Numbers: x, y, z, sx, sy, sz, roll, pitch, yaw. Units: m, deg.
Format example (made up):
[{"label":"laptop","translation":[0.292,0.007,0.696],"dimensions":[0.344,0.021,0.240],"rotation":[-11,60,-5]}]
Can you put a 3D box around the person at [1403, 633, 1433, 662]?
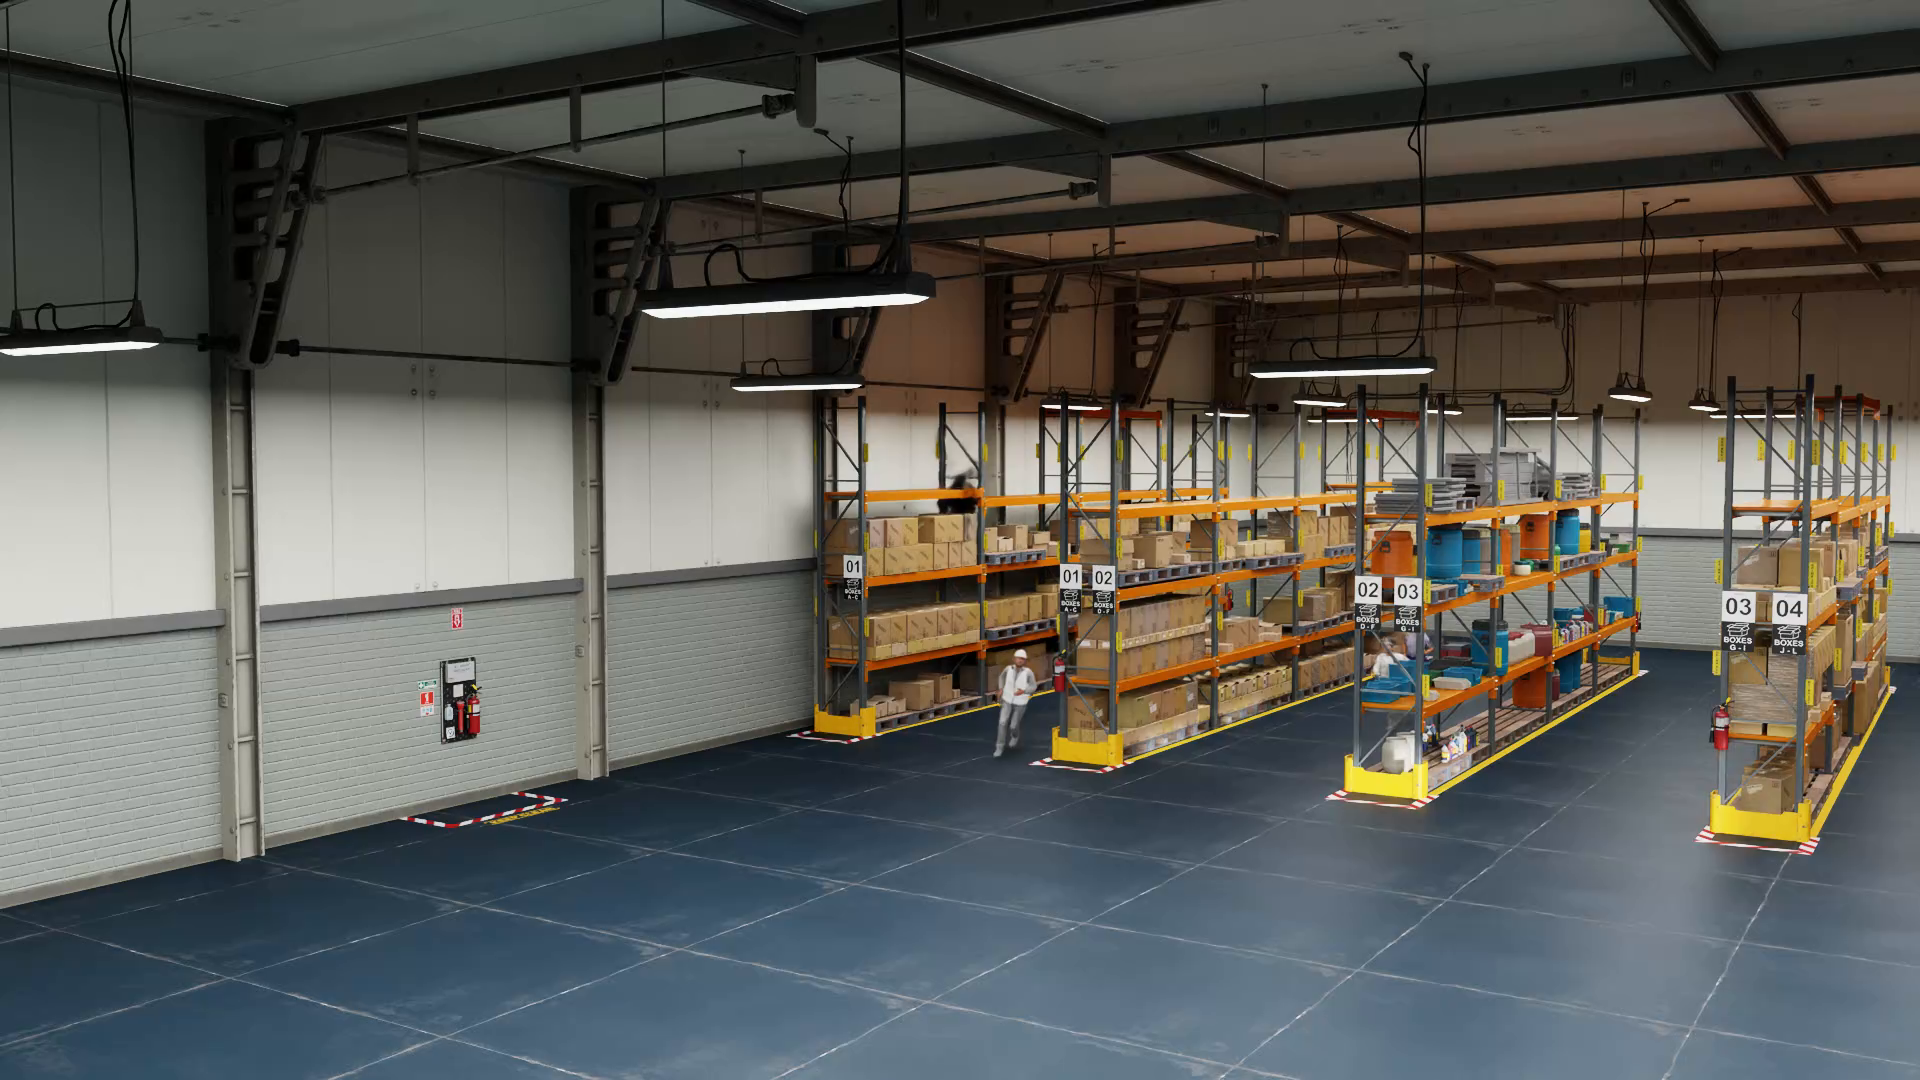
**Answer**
[{"label":"person","translation":[9.054,2.453,32.971],"dimensions":[0.617,1.634,0.837],"rotation":[2,3,28]}]

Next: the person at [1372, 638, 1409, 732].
[{"label":"person","translation":[7.734,2.588,29.818],"dimensions":[0.628,1.688,0.838],"rotation":[2,4,38]}]

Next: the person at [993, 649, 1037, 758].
[{"label":"person","translation":[0.949,2.688,27.641],"dimensions":[0.691,1.761,0.886],"rotation":[1,3,14]}]
